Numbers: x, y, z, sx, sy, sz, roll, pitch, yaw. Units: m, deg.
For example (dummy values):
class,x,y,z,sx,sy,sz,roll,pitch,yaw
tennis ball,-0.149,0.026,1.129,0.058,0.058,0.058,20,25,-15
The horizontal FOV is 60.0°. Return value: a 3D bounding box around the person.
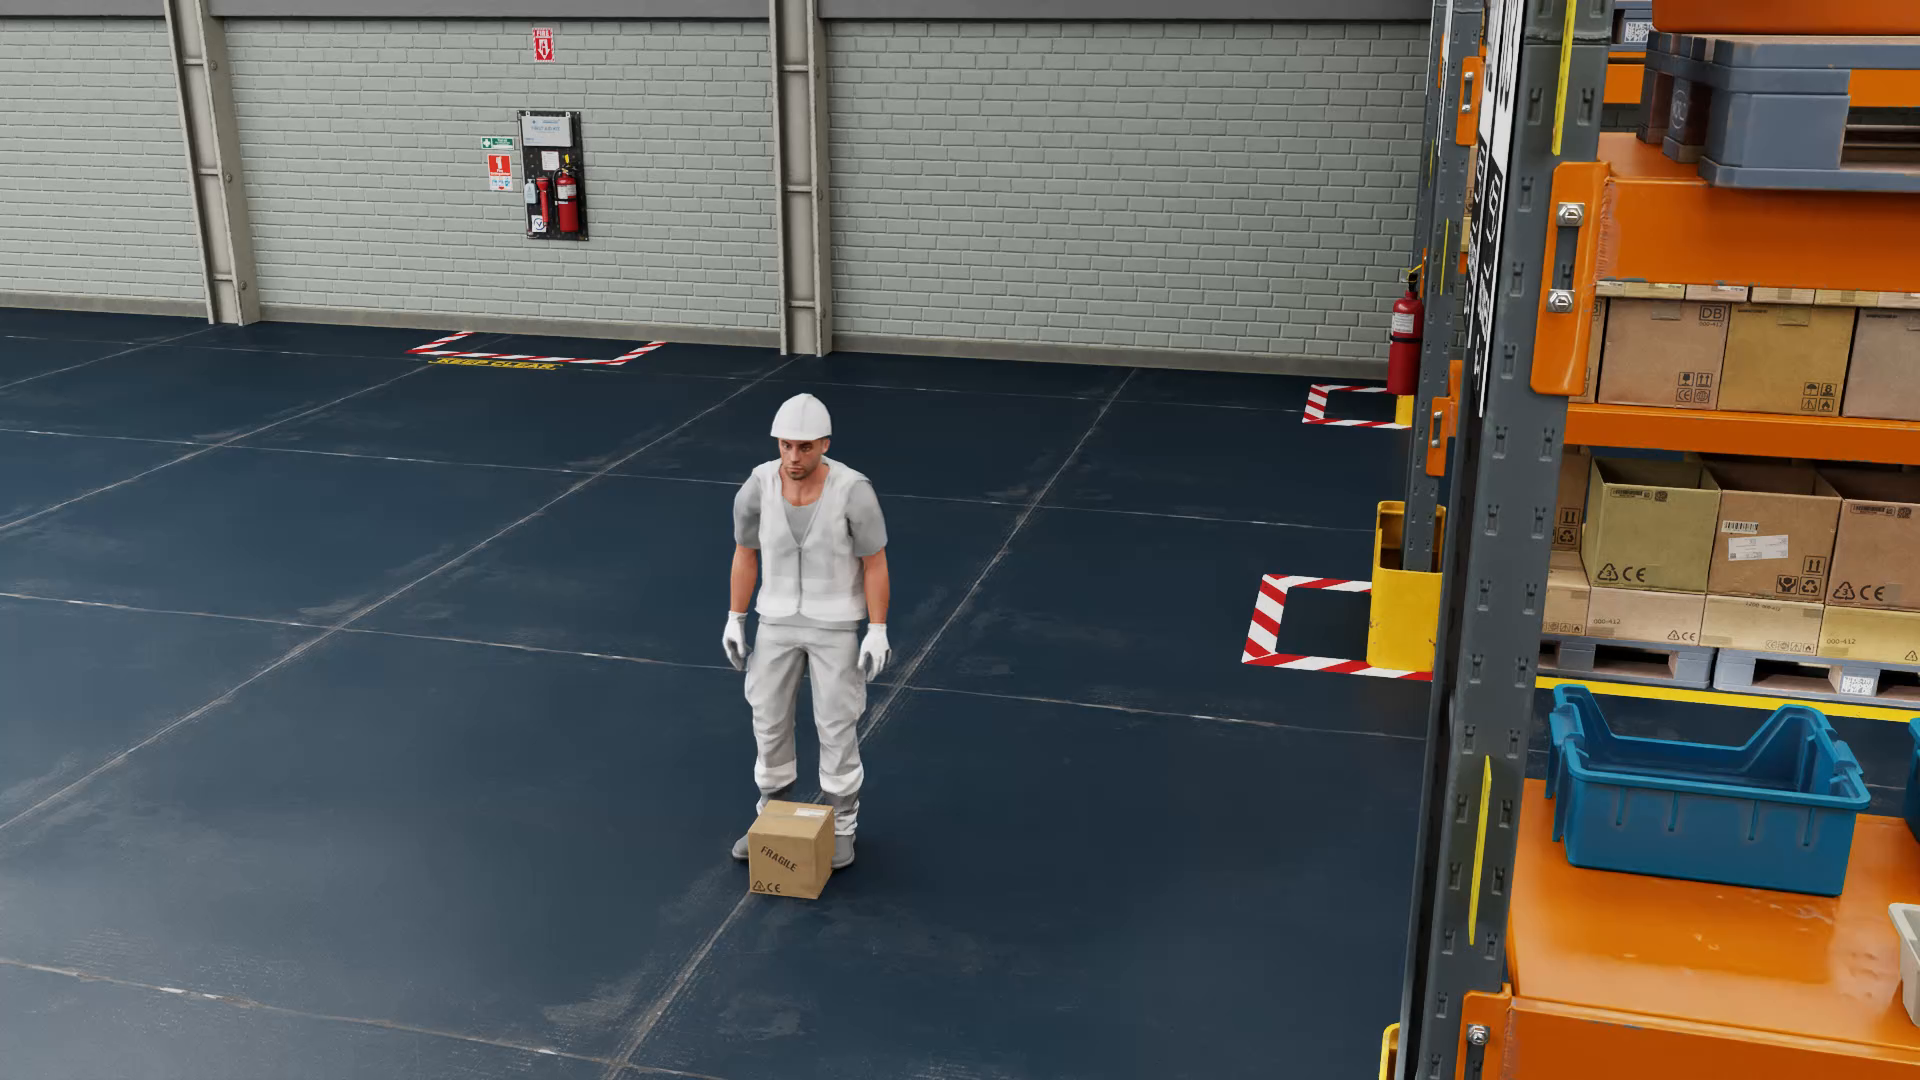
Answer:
class,x,y,z,sx,sy,sz,roll,pitch,yaw
person,-0.551,0.330,6.018,0.623,1.780,0.446,4,18,11
